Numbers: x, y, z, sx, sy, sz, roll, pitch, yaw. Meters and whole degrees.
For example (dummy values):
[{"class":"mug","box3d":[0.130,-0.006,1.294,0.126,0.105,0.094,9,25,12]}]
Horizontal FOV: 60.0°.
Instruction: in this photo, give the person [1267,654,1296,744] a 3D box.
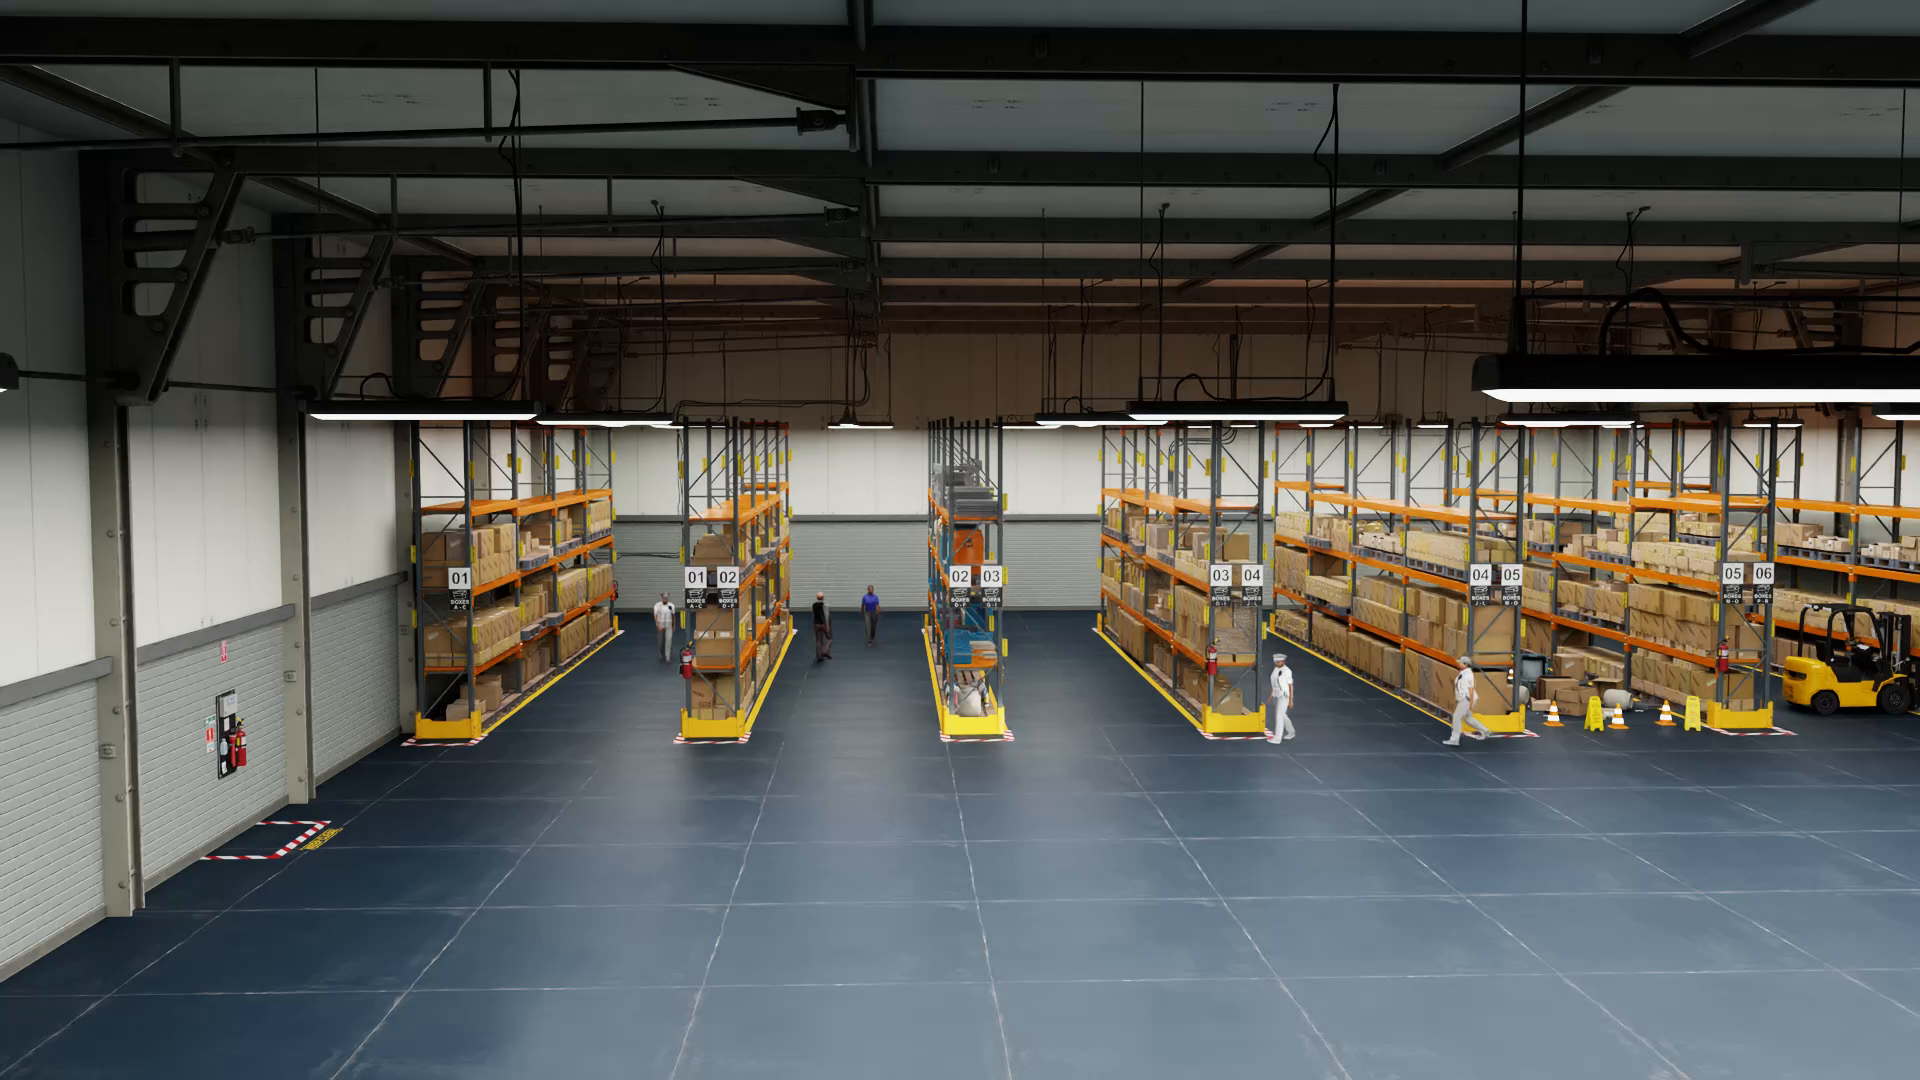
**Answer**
[{"class":"person","box3d":[5.932,2.911,30.661,0.821,1.627,0.513,-1,4,-20]}]

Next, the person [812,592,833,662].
[{"class":"person","box3d":[-3.447,2.153,41.417,0.560,1.707,0.495,1,4,17]}]

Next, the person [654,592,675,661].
[{"class":"person","box3d":[-7.358,2.148,41.498,0.547,1.694,1.028,-1,4,-16]}]

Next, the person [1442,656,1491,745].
[{"class":"person","box3d":[9.248,2.923,30.318,0.921,1.620,0.480,0,4,-2]}]

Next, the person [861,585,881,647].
[{"class":"person","box3d":[-2.380,2.058,44.423,0.509,1.496,1.012,0,4,-6]}]
